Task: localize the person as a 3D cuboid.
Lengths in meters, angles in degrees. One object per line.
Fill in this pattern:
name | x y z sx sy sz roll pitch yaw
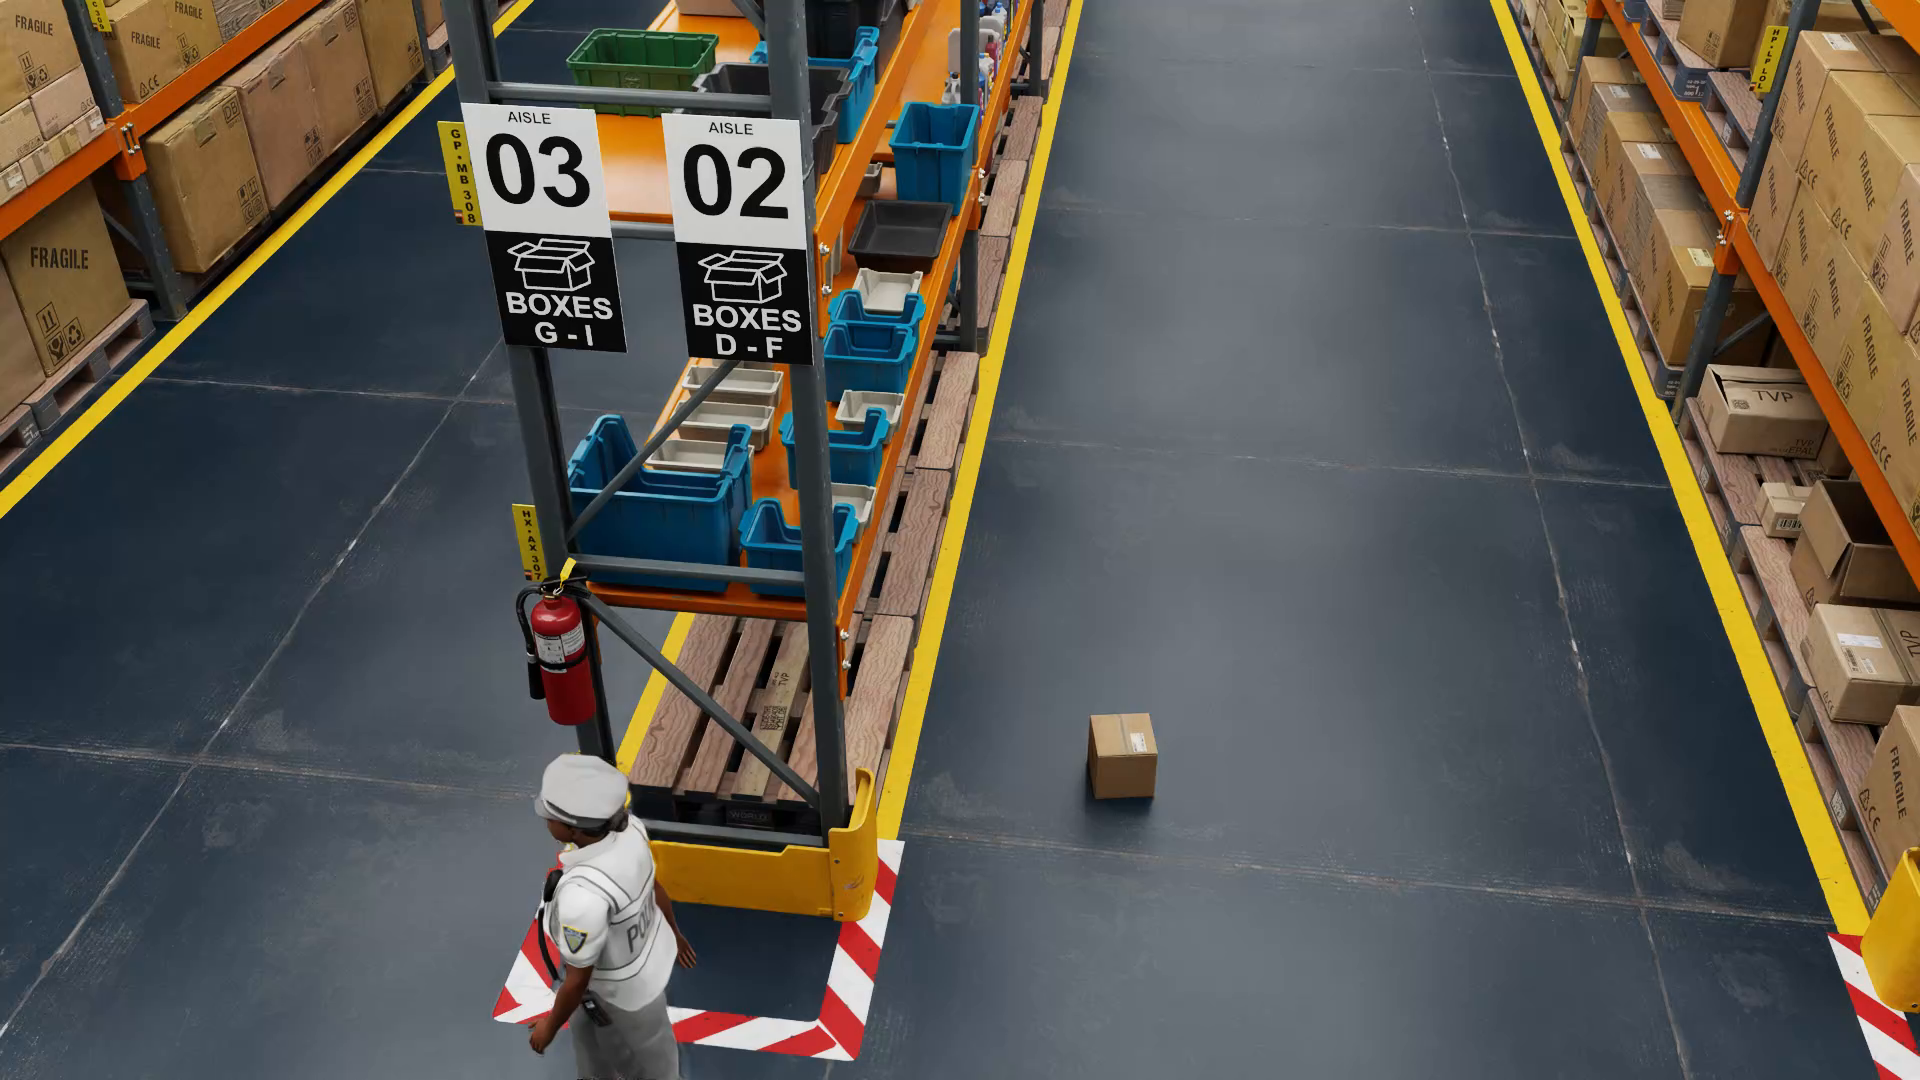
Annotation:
person | -0.996 1.373 5.166 0.936 1.641 0.537 4 36 6
